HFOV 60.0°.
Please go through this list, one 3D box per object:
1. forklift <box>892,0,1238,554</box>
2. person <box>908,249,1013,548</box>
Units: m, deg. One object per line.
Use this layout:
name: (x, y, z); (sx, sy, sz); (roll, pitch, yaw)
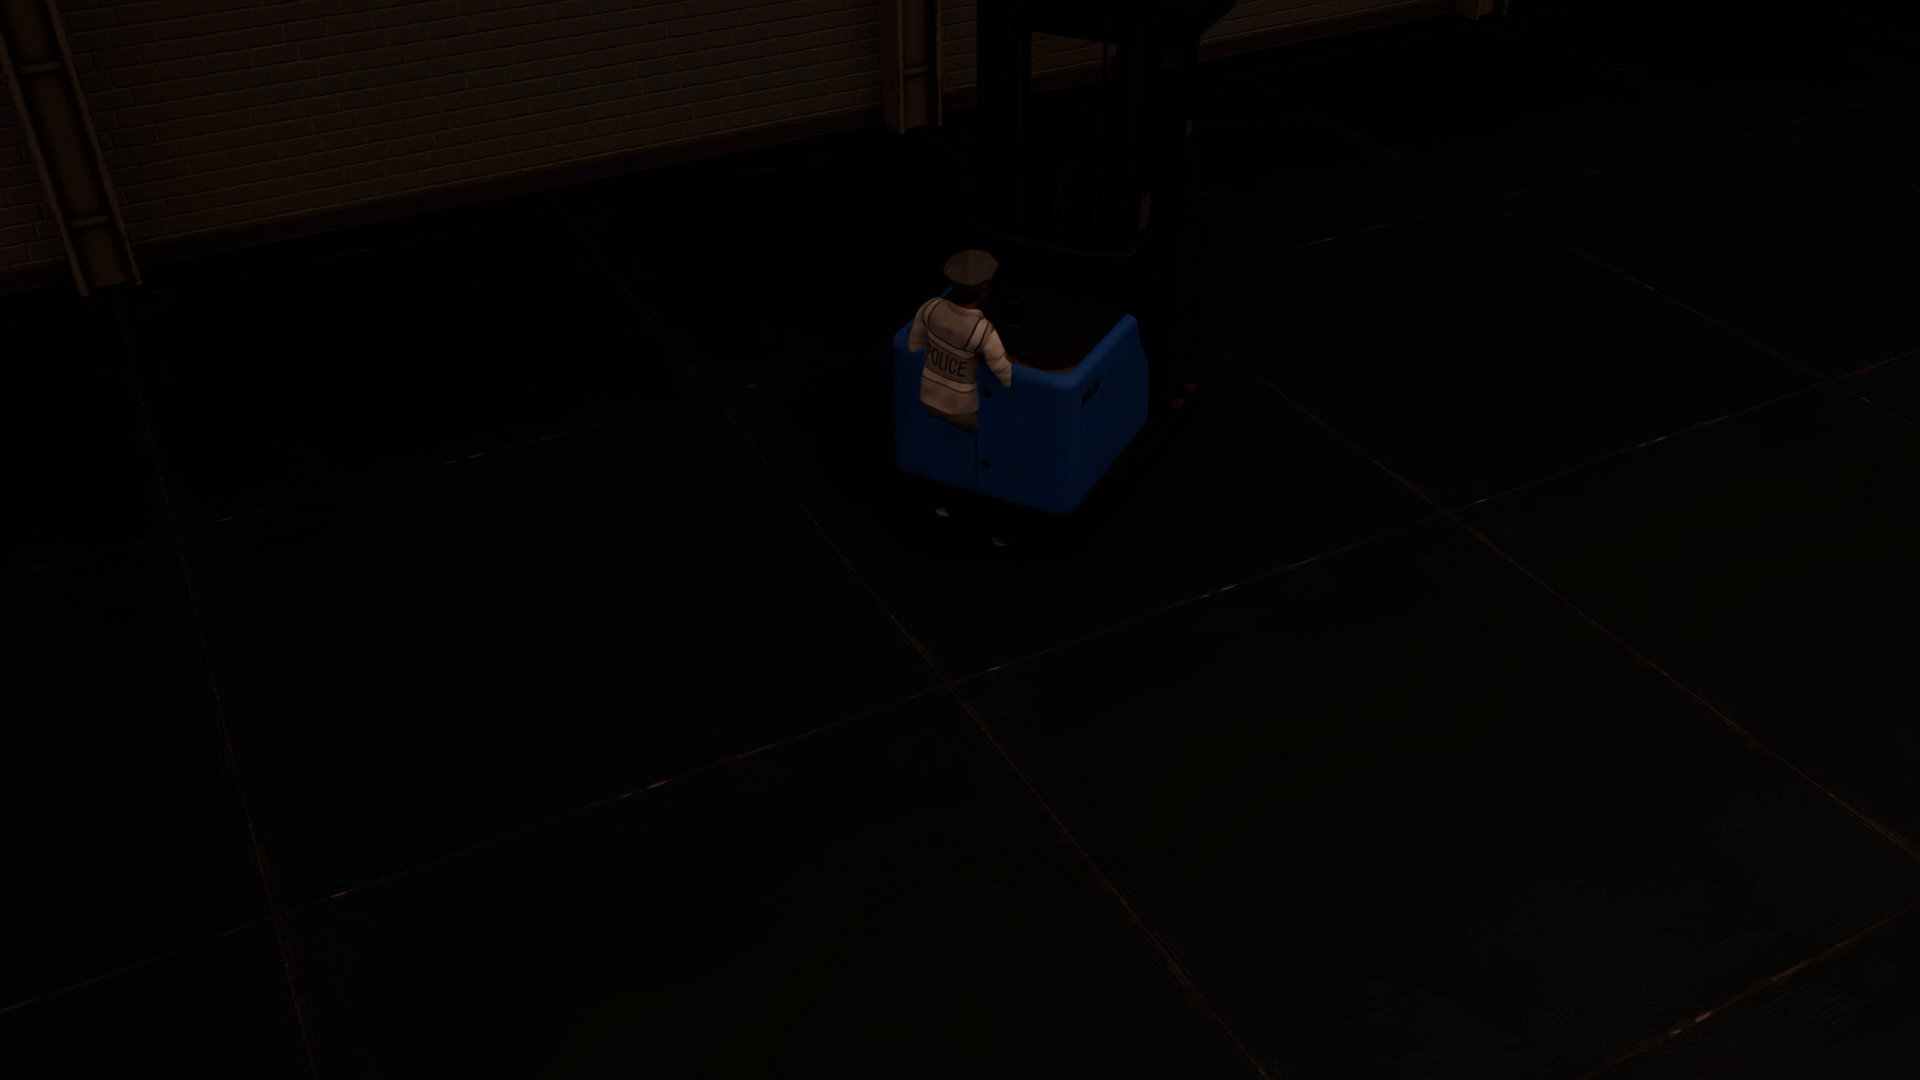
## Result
forklift: (0.773, -1.958, 8.893); (1.130, 2.935, 3.031); (17, 39, 22)
person: (0.086, -0.719, 8.307); (0.740, 1.582, 0.432); (22, 41, 28)
